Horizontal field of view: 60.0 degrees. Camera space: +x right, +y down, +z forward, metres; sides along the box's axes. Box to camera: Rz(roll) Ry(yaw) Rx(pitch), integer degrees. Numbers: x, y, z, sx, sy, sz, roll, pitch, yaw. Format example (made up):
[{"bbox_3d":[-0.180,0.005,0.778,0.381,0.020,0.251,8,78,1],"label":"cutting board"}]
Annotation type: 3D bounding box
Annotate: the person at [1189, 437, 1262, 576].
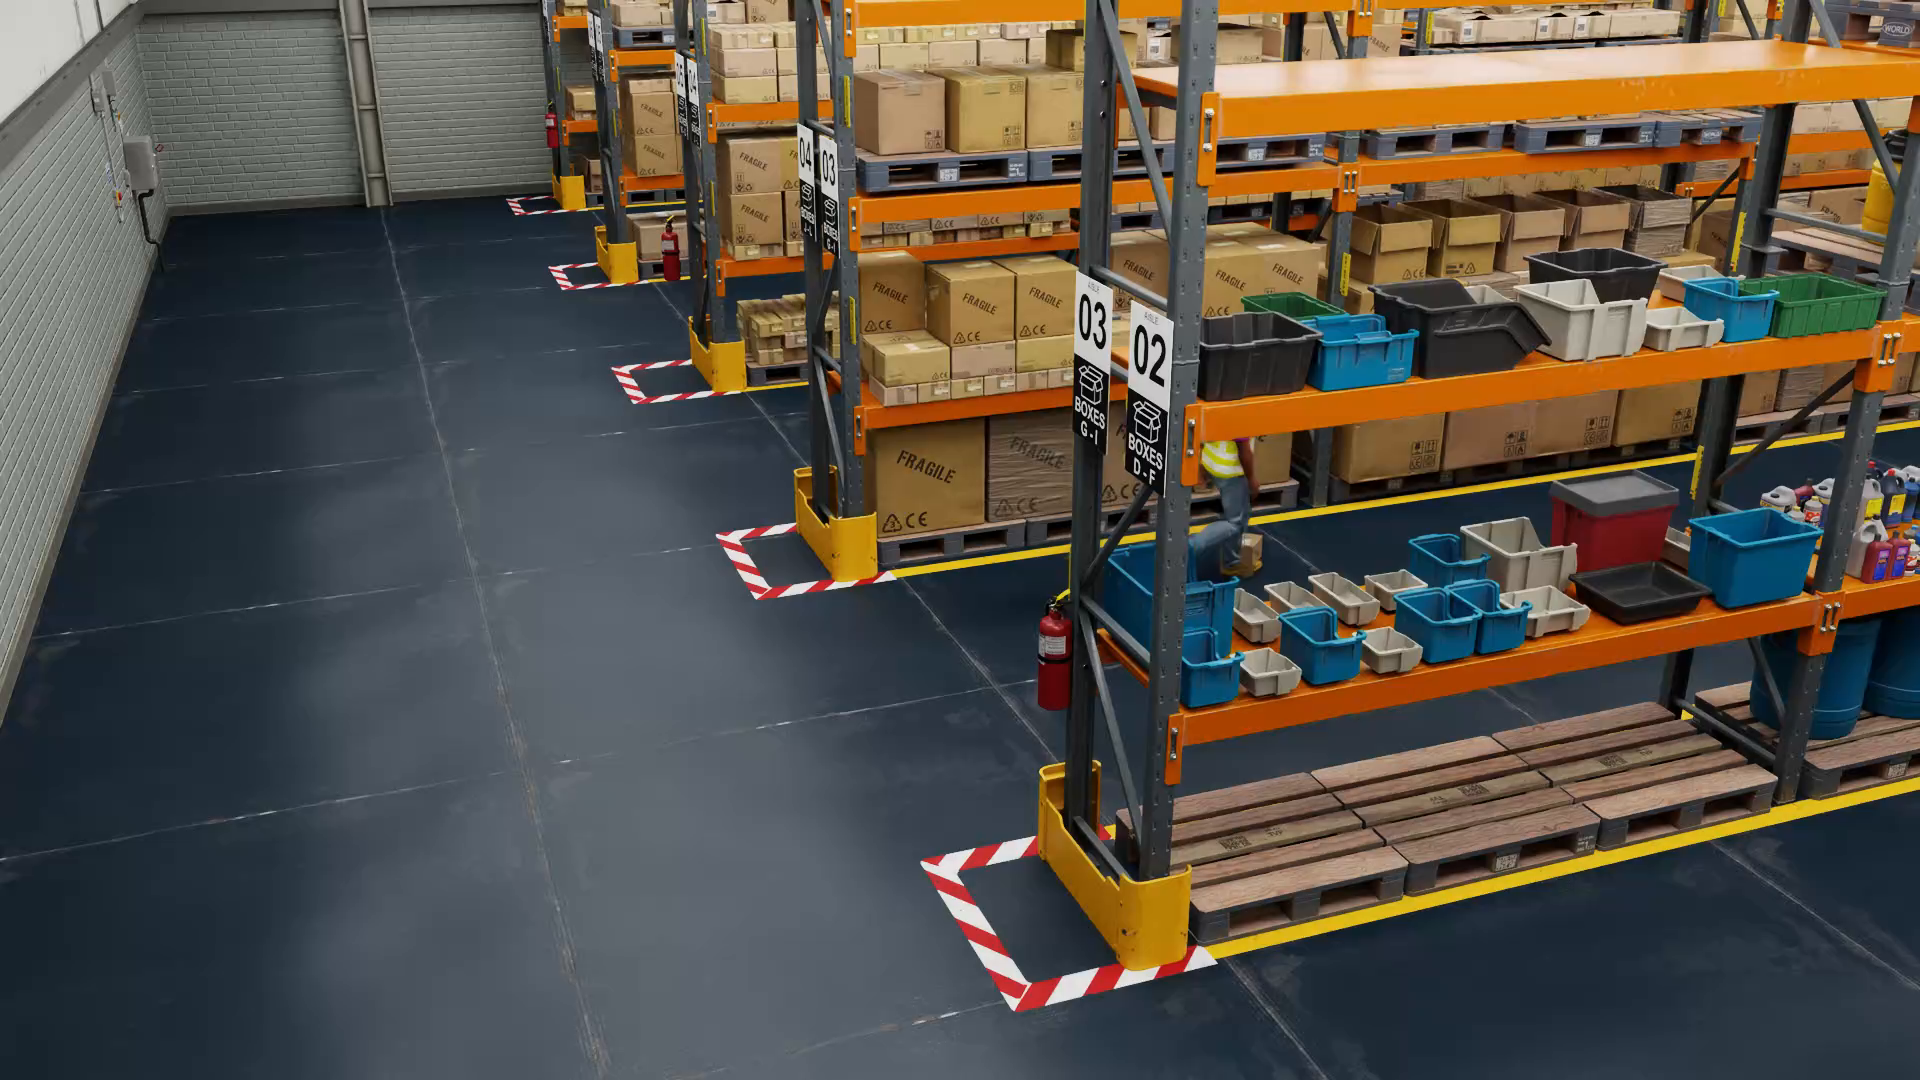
[{"bbox_3d":[1.898,-0.518,12.027,0.813,1.743,0.568,-6,23,-14],"label":"person"}]
